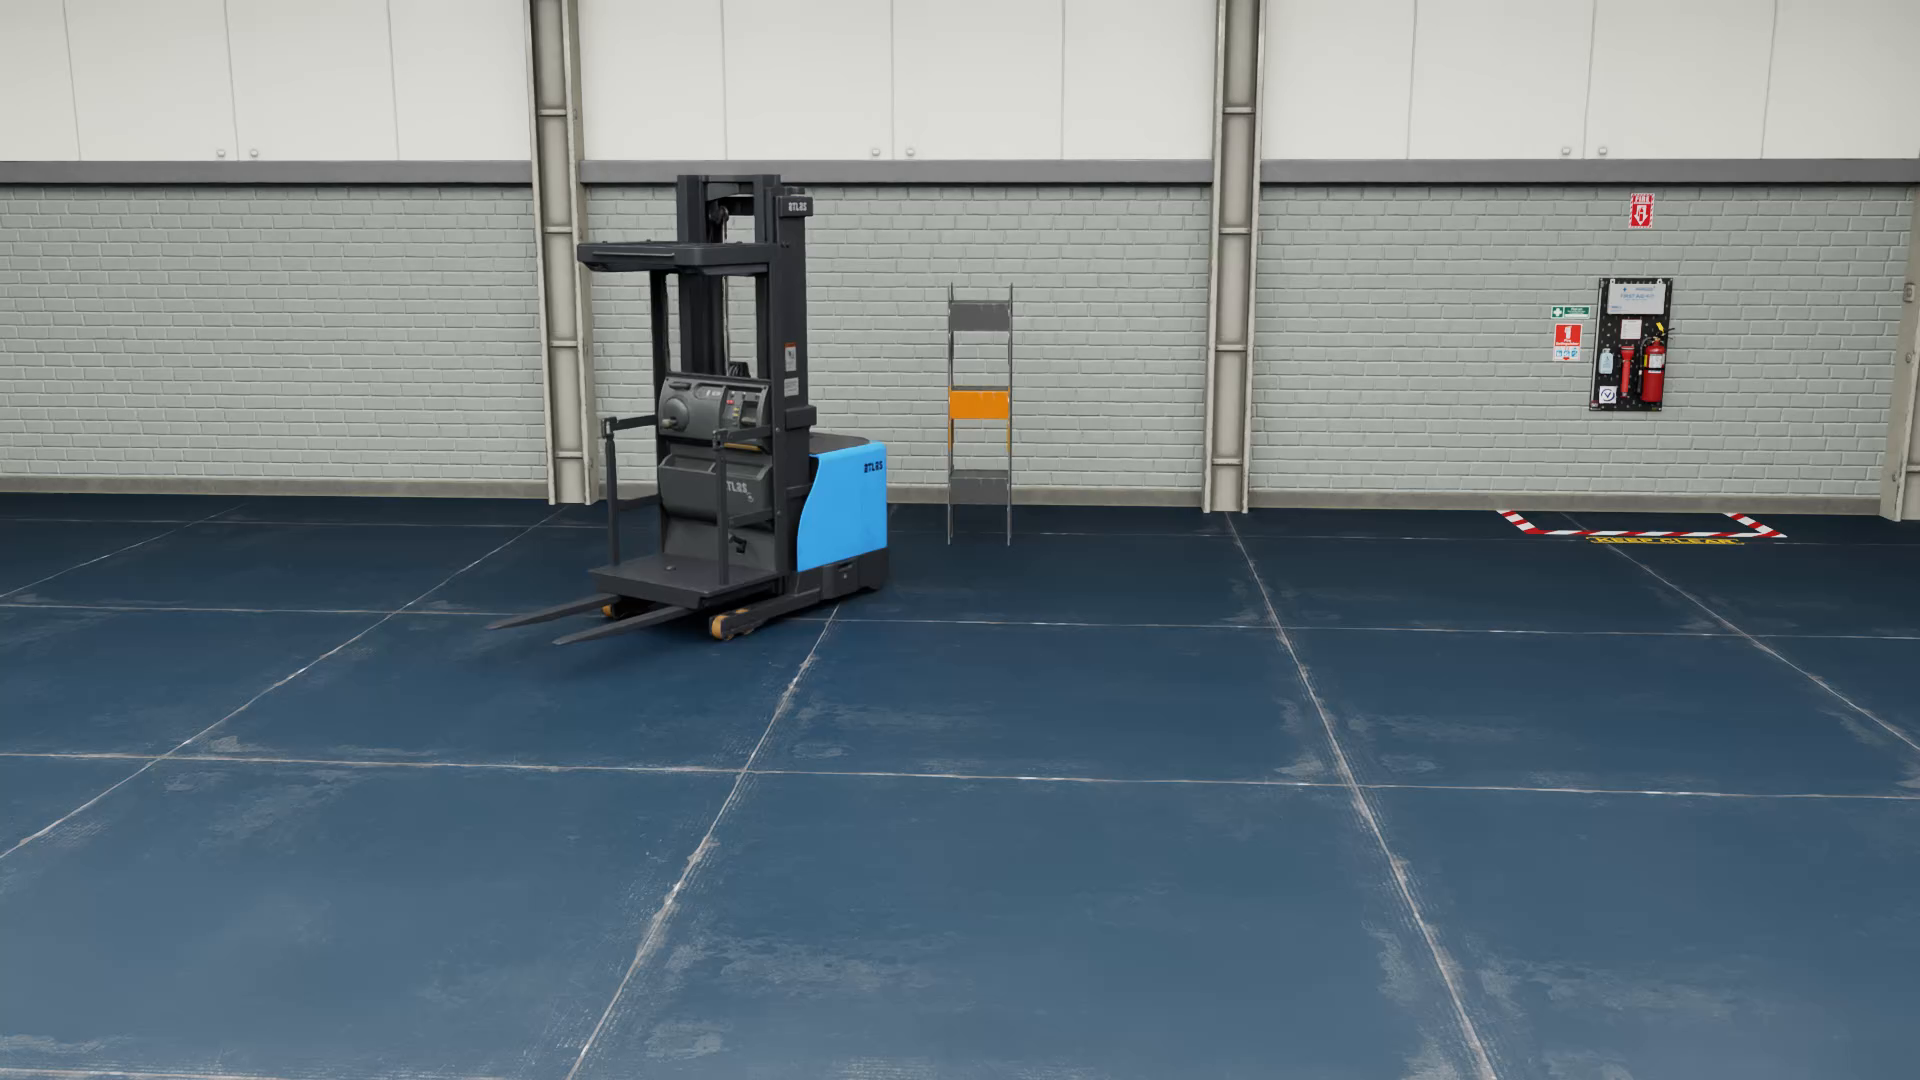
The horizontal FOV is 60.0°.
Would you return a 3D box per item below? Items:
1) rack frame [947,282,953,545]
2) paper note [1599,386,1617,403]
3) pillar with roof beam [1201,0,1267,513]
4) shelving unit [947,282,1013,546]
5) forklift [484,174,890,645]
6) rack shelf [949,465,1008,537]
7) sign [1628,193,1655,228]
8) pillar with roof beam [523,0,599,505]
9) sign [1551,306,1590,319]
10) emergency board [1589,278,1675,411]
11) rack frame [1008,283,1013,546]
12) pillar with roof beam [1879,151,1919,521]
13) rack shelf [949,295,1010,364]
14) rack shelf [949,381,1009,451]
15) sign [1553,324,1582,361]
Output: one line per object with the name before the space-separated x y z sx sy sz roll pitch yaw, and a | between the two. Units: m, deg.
rack frame | -0.078 -1.029 13.558 0.015 2.100 0.400 1 12 4
paper note | 5.751 -1.289 14.757 0.142 0.148 0.016 1 12 4
pillar with roof beam | 2.111 -3.801 9.962 0.400 9.000 9.100 1 12 4
shelving unit | 0.165 -1.025 13.542 0.503 2.100 0.431 1 12 4
forklift | -1.765 -0.899 10.908 1.130 2.935 3.031 8 14 34
rack shelf | 0.165 -0.327 13.688 0.480 0.518 0.431 1 12 4
sign | 5.921 -2.859 14.448 0.199 0.298 0.001 1 12 4
pillar with roof beam | -3.875 -3.883 10.355 0.400 9.000 9.100 1 12 4
sign | 5.382 -2.007 14.657 0.331 0.109 0.001 1 12 4
emergency board | 5.923 -1.704 14.587 0.643 1.169 0.194 1 12 4
rack frame | 0.409 -1.022 13.526 0.015 2.100 0.400 1 12 4
pillar with roof beam | 8.098 -3.719 9.570 0.400 9.000 9.100 1 12 4
rack shelf | 0.165 -1.697 13.402 0.480 0.518 0.431 1 12 4
rack shelf | 0.165 -1.012 13.545 0.480 0.518 0.431 1 12 4
sign | 5.378 -1.750 14.721 0.234 0.329 0.001 1 12 4
